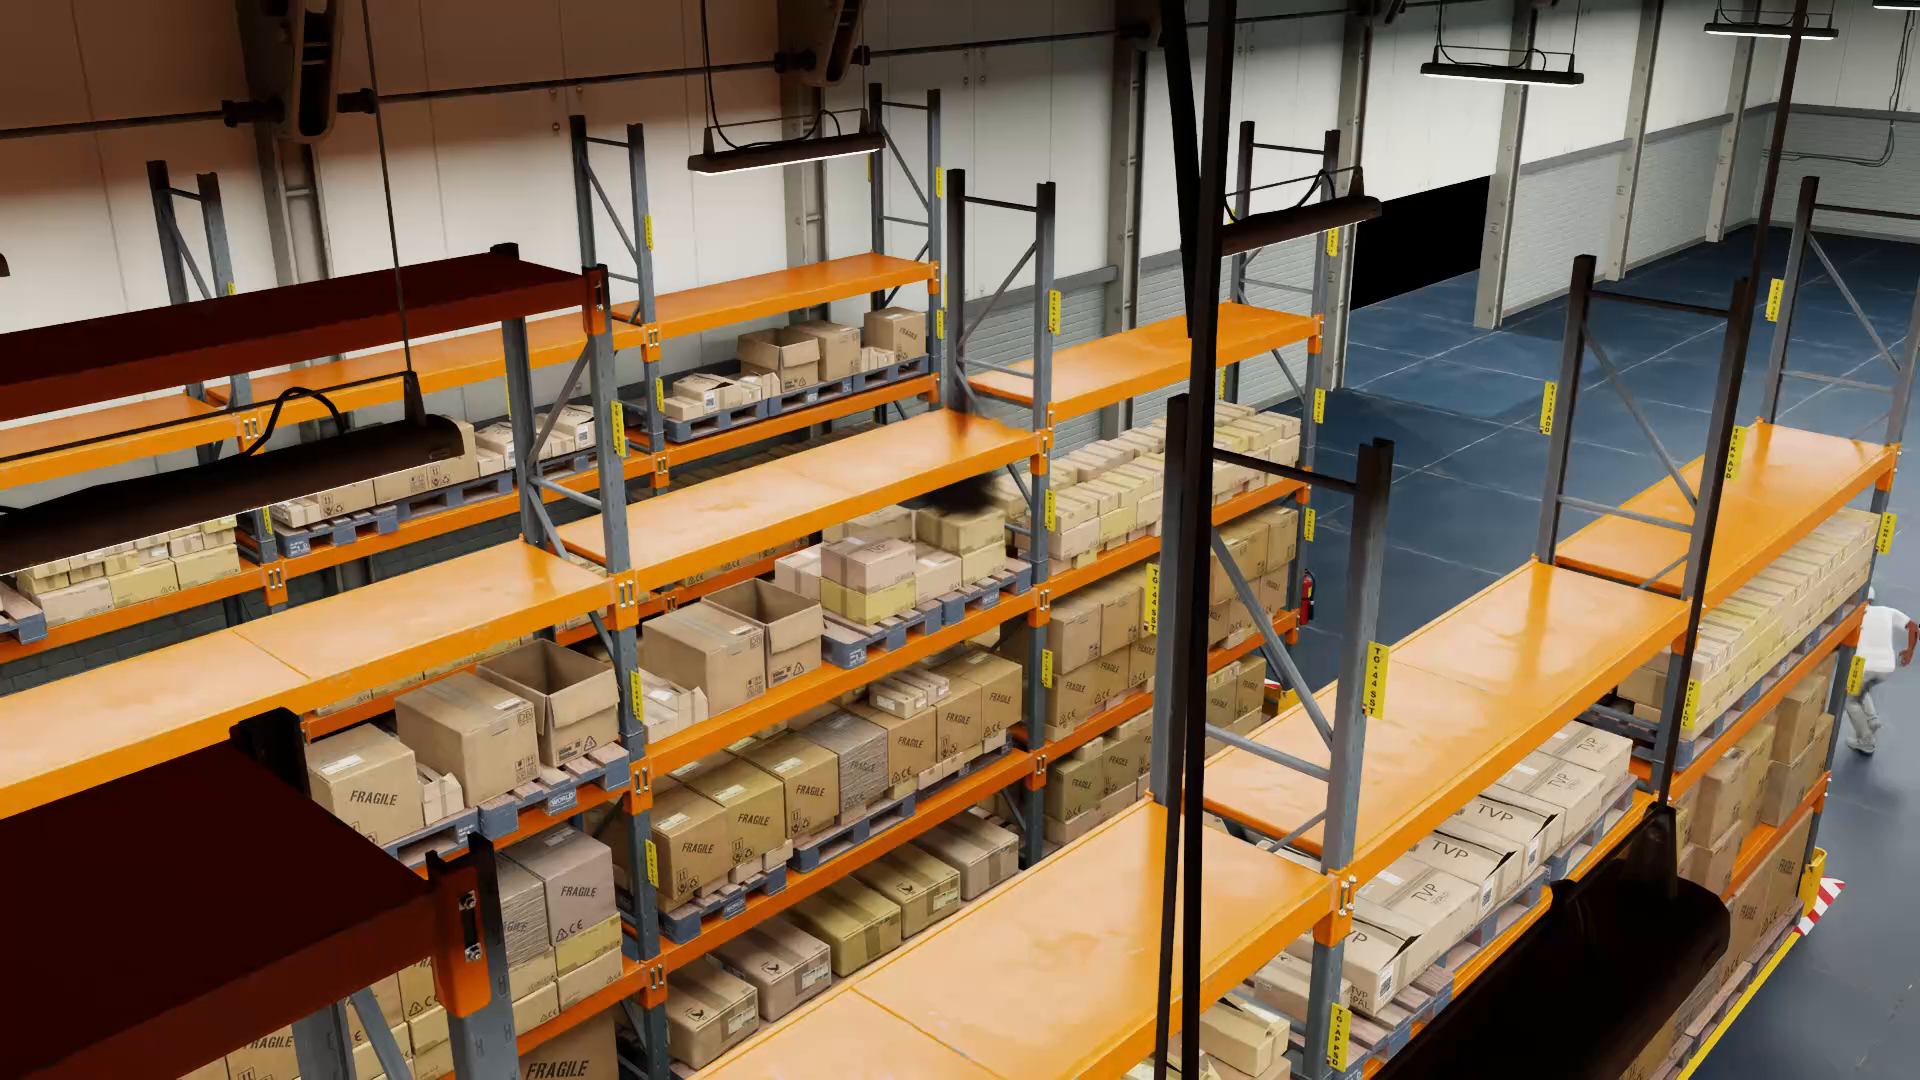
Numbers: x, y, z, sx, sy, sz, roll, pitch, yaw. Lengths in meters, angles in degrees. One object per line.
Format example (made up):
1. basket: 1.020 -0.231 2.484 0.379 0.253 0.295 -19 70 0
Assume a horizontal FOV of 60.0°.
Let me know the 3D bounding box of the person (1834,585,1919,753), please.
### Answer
1. person: 9.071 1.251 16.619 0.735 1.573 0.830 -1 21 -2
